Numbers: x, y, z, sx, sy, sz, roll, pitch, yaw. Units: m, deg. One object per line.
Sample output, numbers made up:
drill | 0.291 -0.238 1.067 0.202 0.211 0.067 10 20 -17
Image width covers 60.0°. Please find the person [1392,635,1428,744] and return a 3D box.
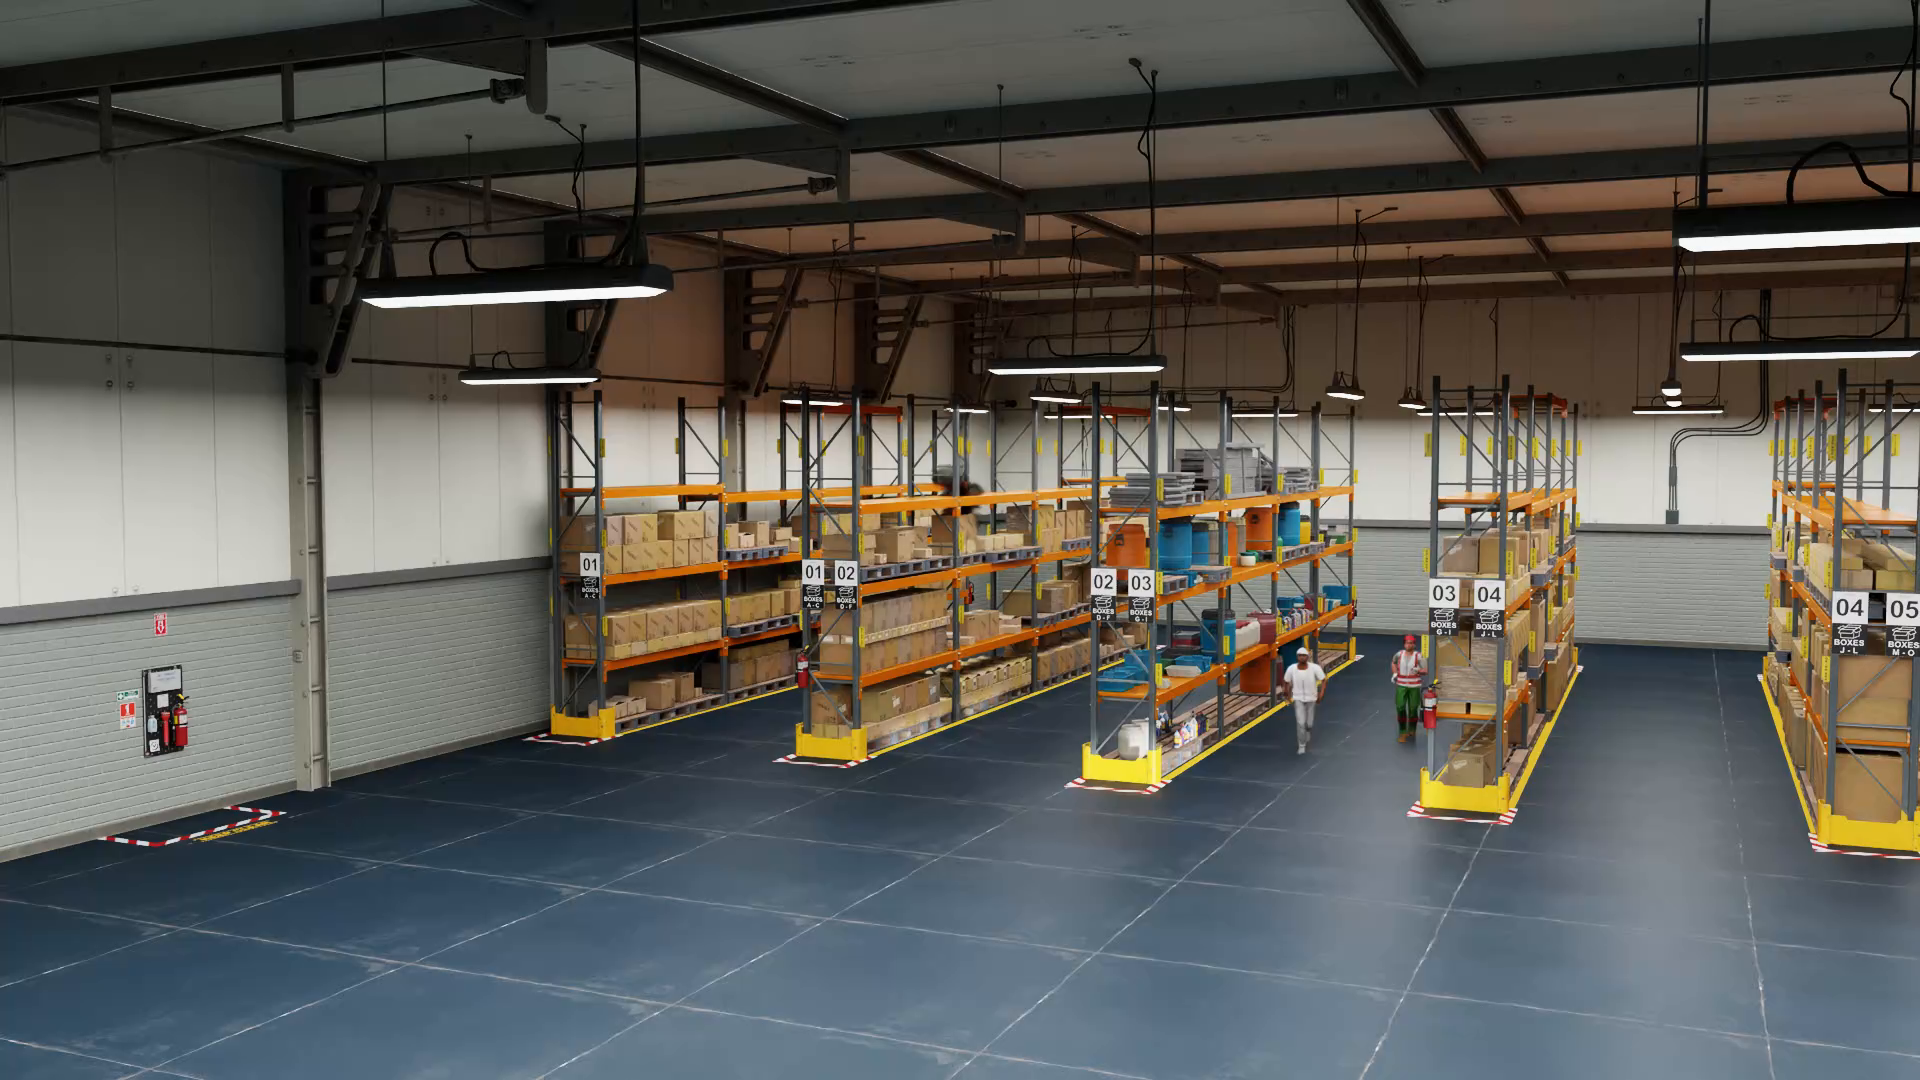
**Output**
person | 7.650 2.540 28.368 0.630 1.842 0.736 1 3 22

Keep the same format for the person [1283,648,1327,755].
person | 5.685 2.632 27.424 0.704 1.749 0.650 1 3 15
